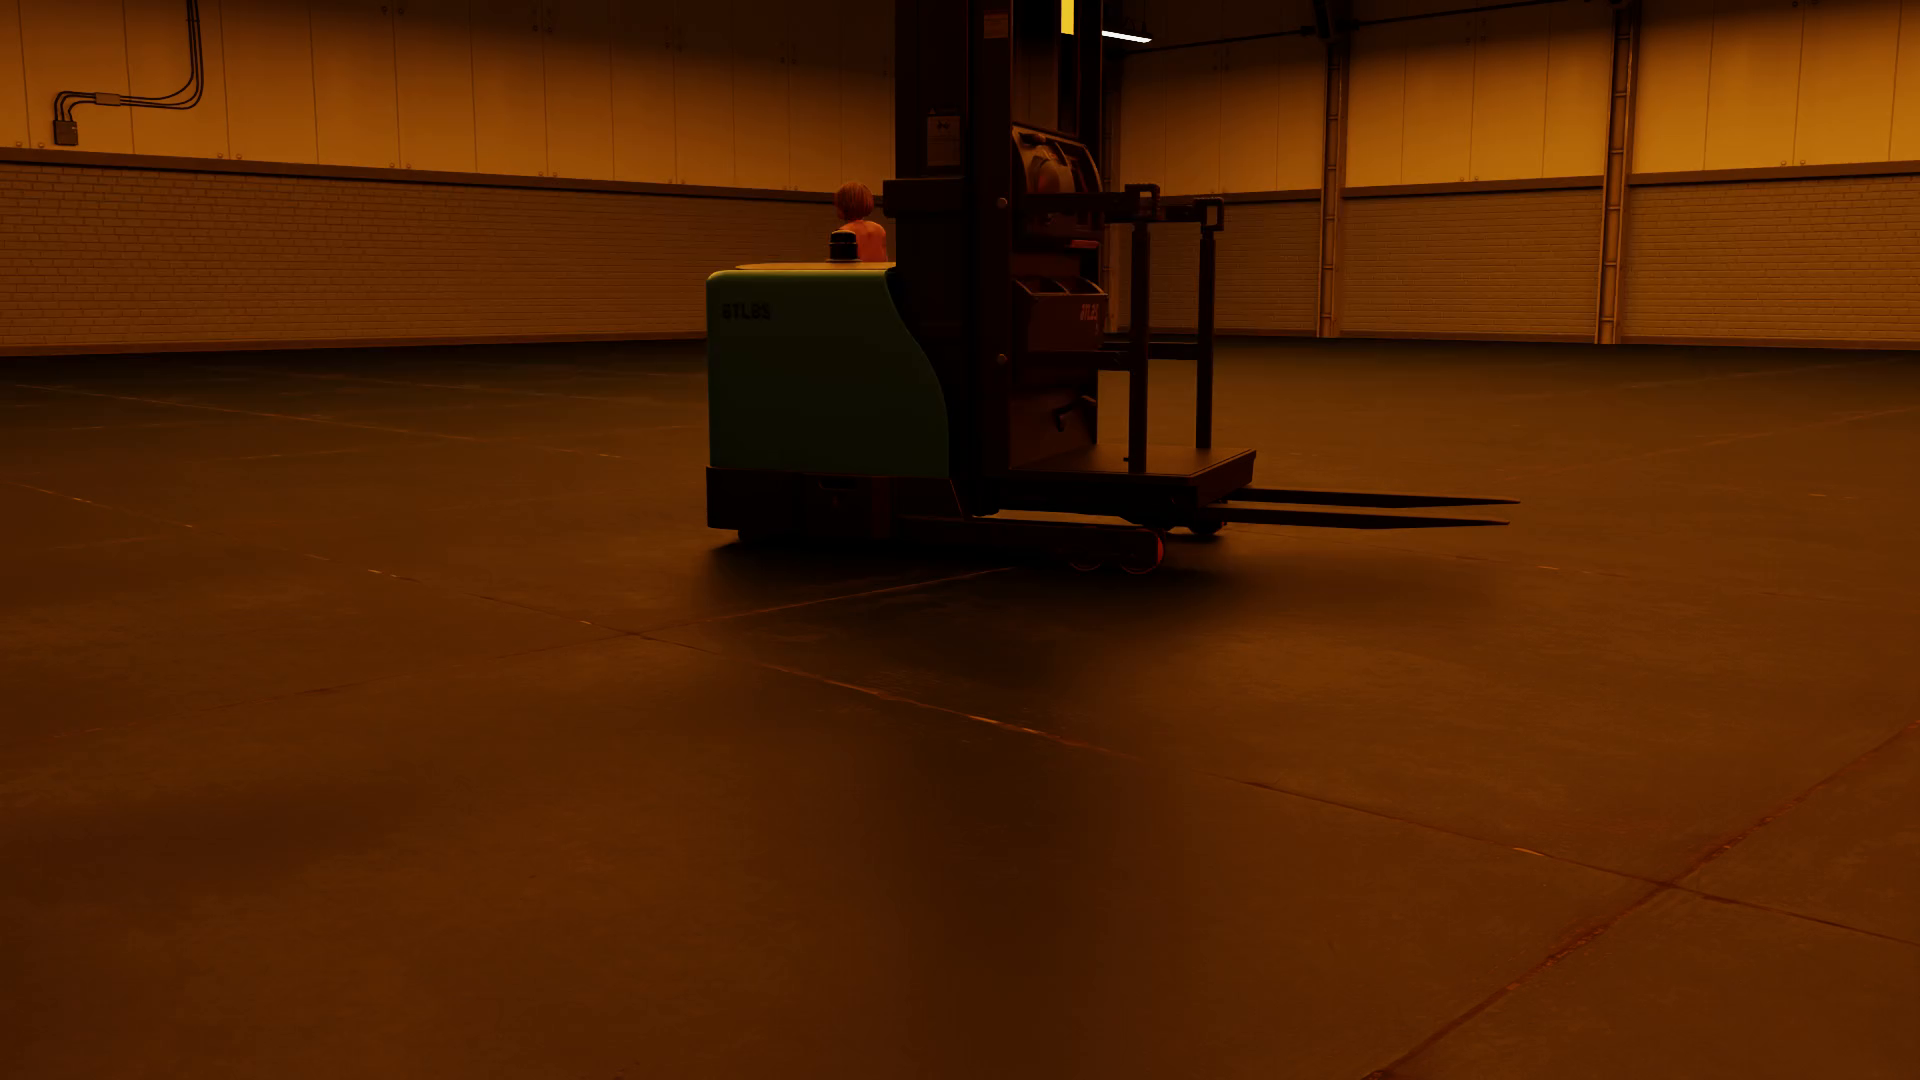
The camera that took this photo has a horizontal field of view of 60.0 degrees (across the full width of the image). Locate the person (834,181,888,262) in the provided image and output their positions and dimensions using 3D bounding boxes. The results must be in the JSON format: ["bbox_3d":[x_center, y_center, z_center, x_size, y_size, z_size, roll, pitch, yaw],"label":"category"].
[{"bbox_3d":[-0.664,-1.249,9.599,0.474,1.597,0.522,7,11,38],"label":"person"}]

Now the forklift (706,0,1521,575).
[{"bbox_3d":[0.565,-1.416,6.275,3.031,2.935,1.130,3,9,22],"label":"forklift"}]
